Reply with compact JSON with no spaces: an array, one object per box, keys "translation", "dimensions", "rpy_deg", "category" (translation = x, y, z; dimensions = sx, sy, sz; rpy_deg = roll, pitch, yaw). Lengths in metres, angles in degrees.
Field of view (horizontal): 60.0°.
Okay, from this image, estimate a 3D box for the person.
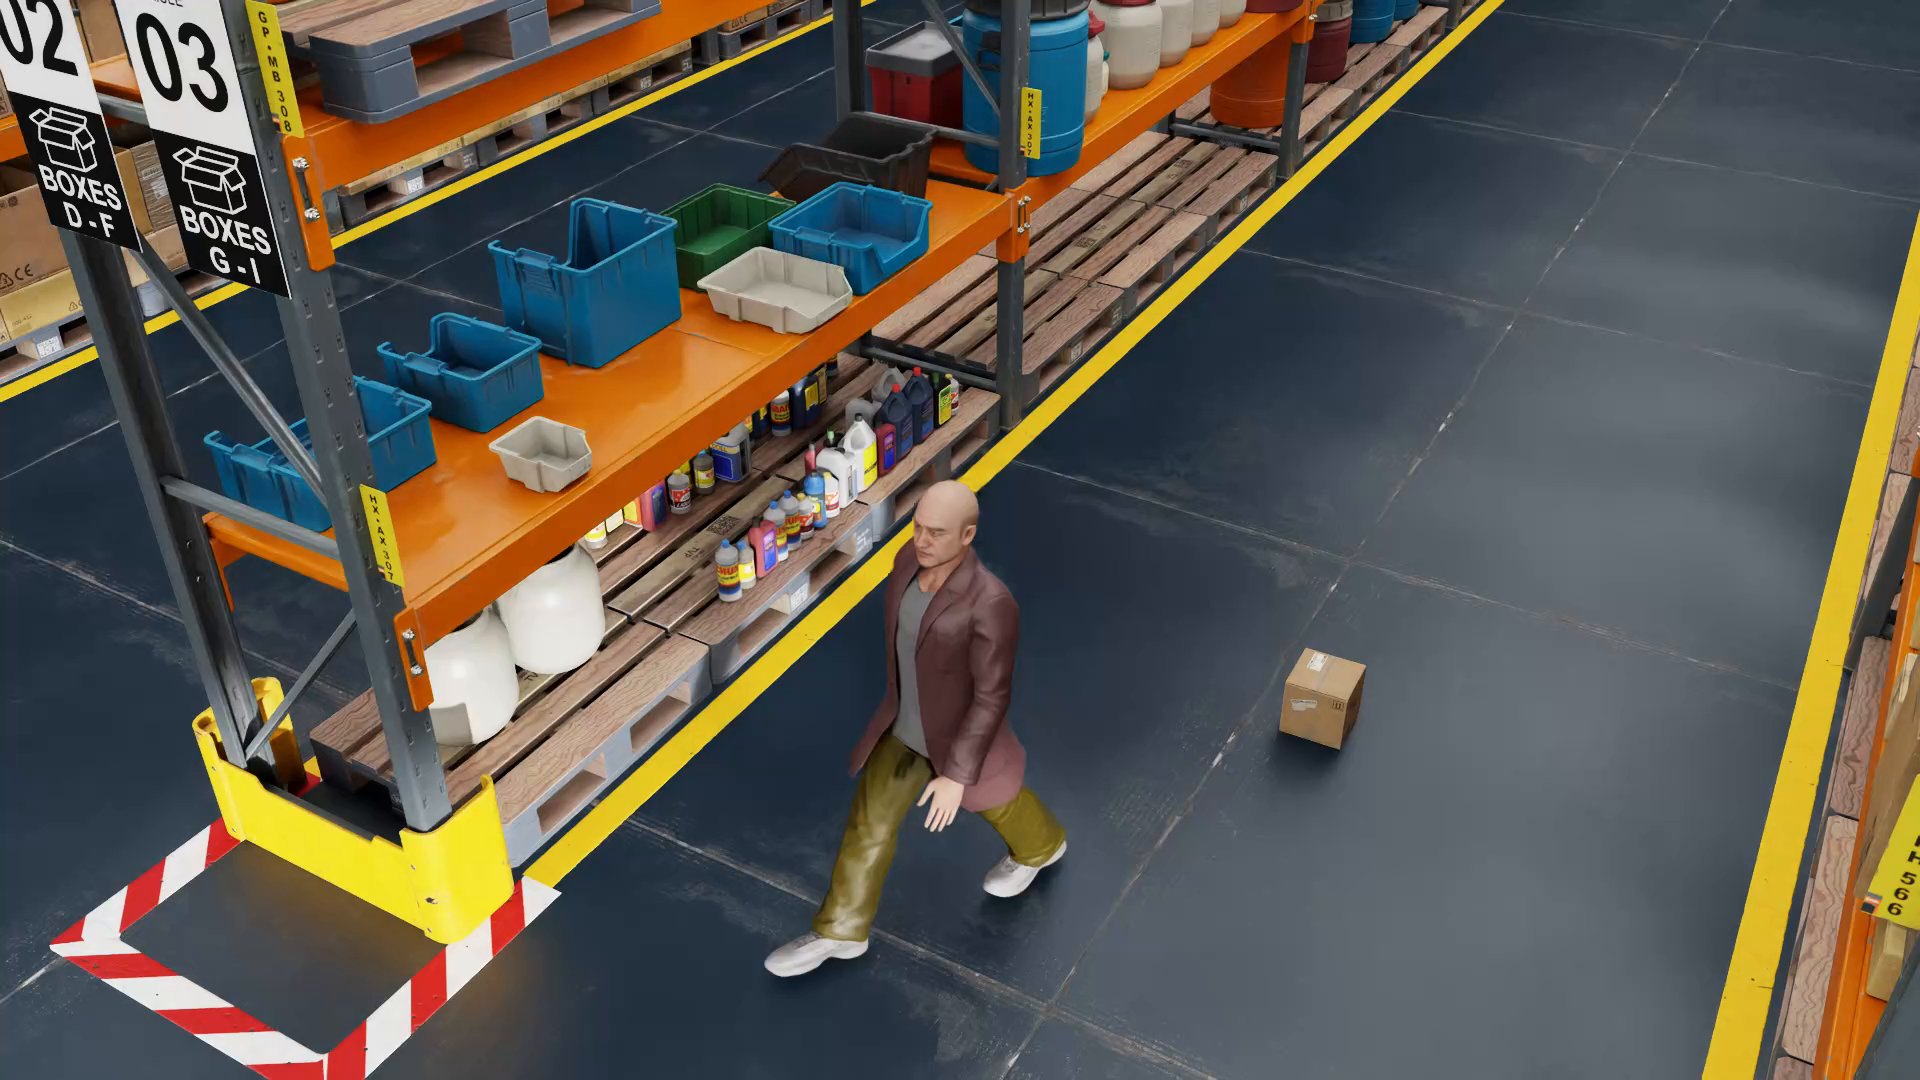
[{"translation":[-0.101,0.599,5.243],"dimensions":[0.613,1.712,1.148],"rpy_deg":[28,43,35],"category":"person"}]
